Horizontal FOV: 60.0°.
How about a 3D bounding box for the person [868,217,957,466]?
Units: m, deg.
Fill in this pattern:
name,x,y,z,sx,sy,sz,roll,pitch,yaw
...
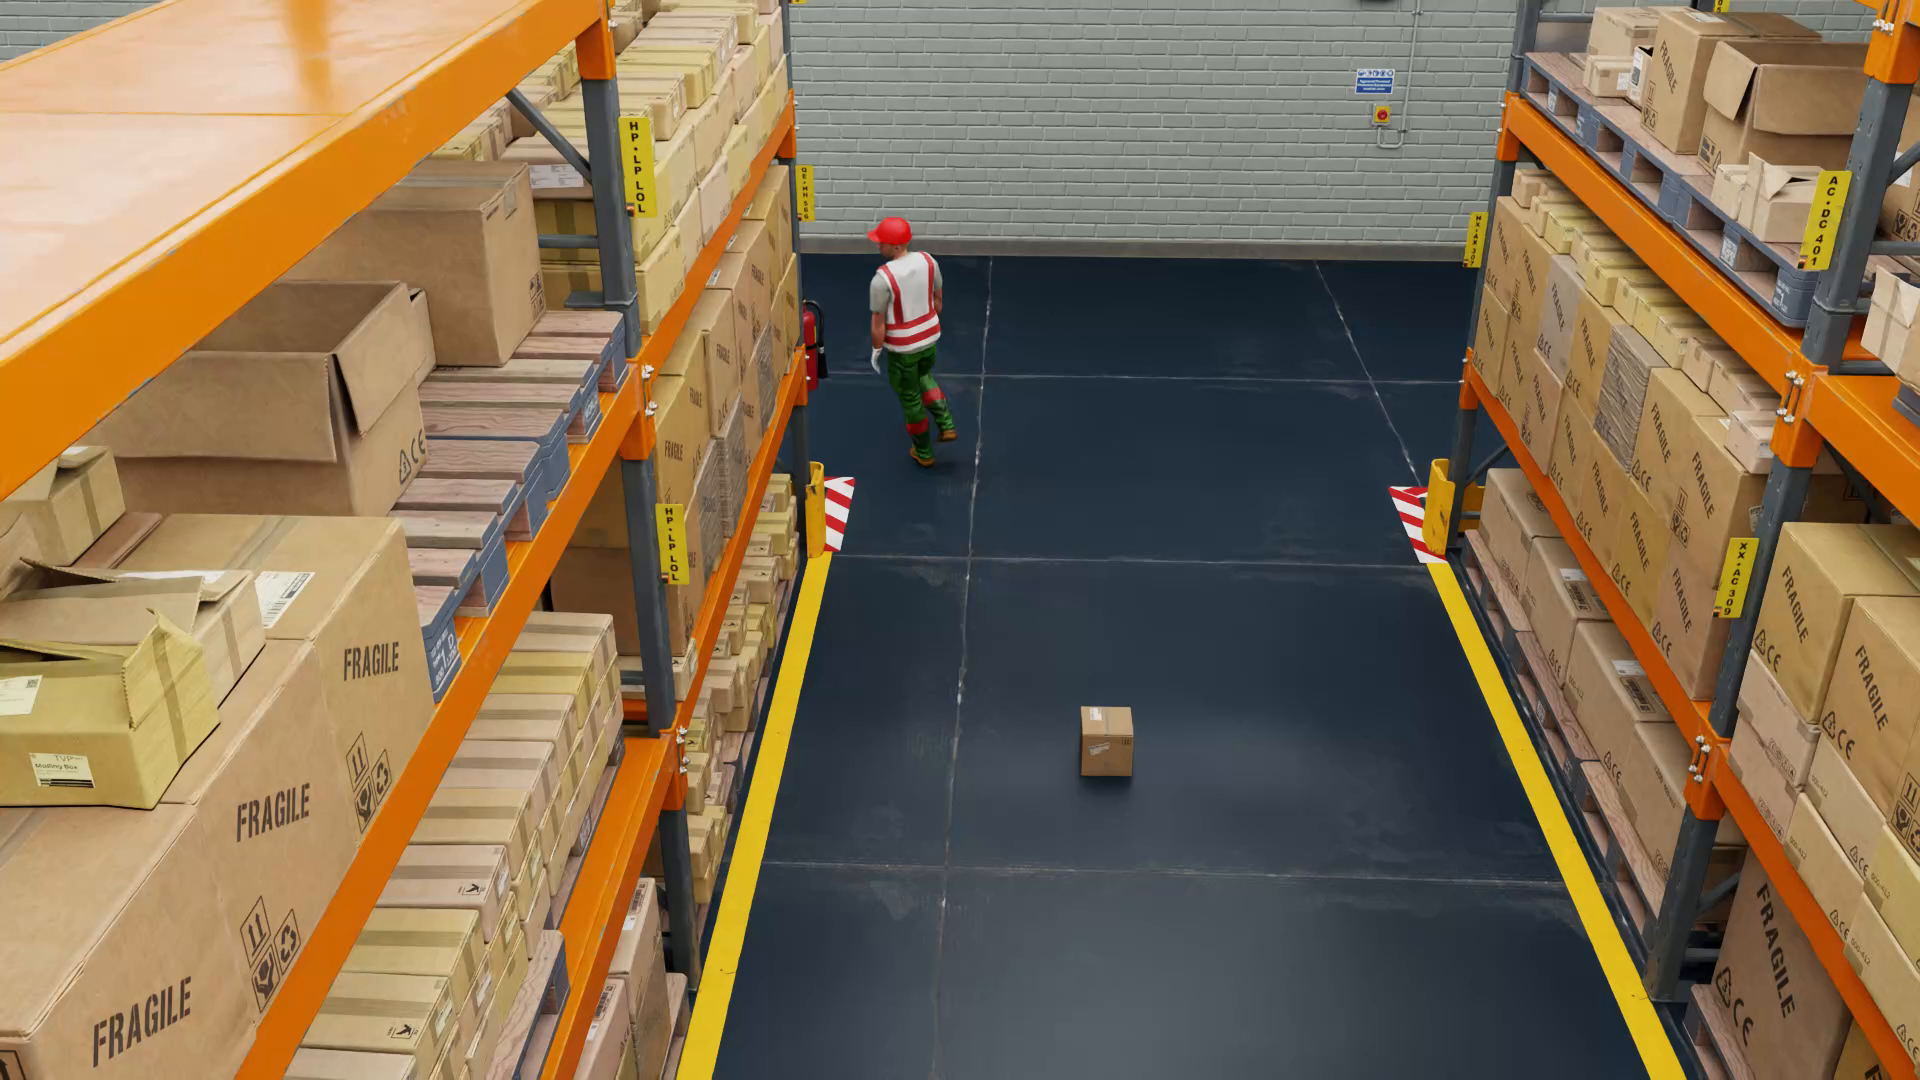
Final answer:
name,x,y,z,sx,sy,sz,roll,pitch,yaw
person,-0.351,-1.323,11.078,0.658,1.777,0.438,-17,32,-29
